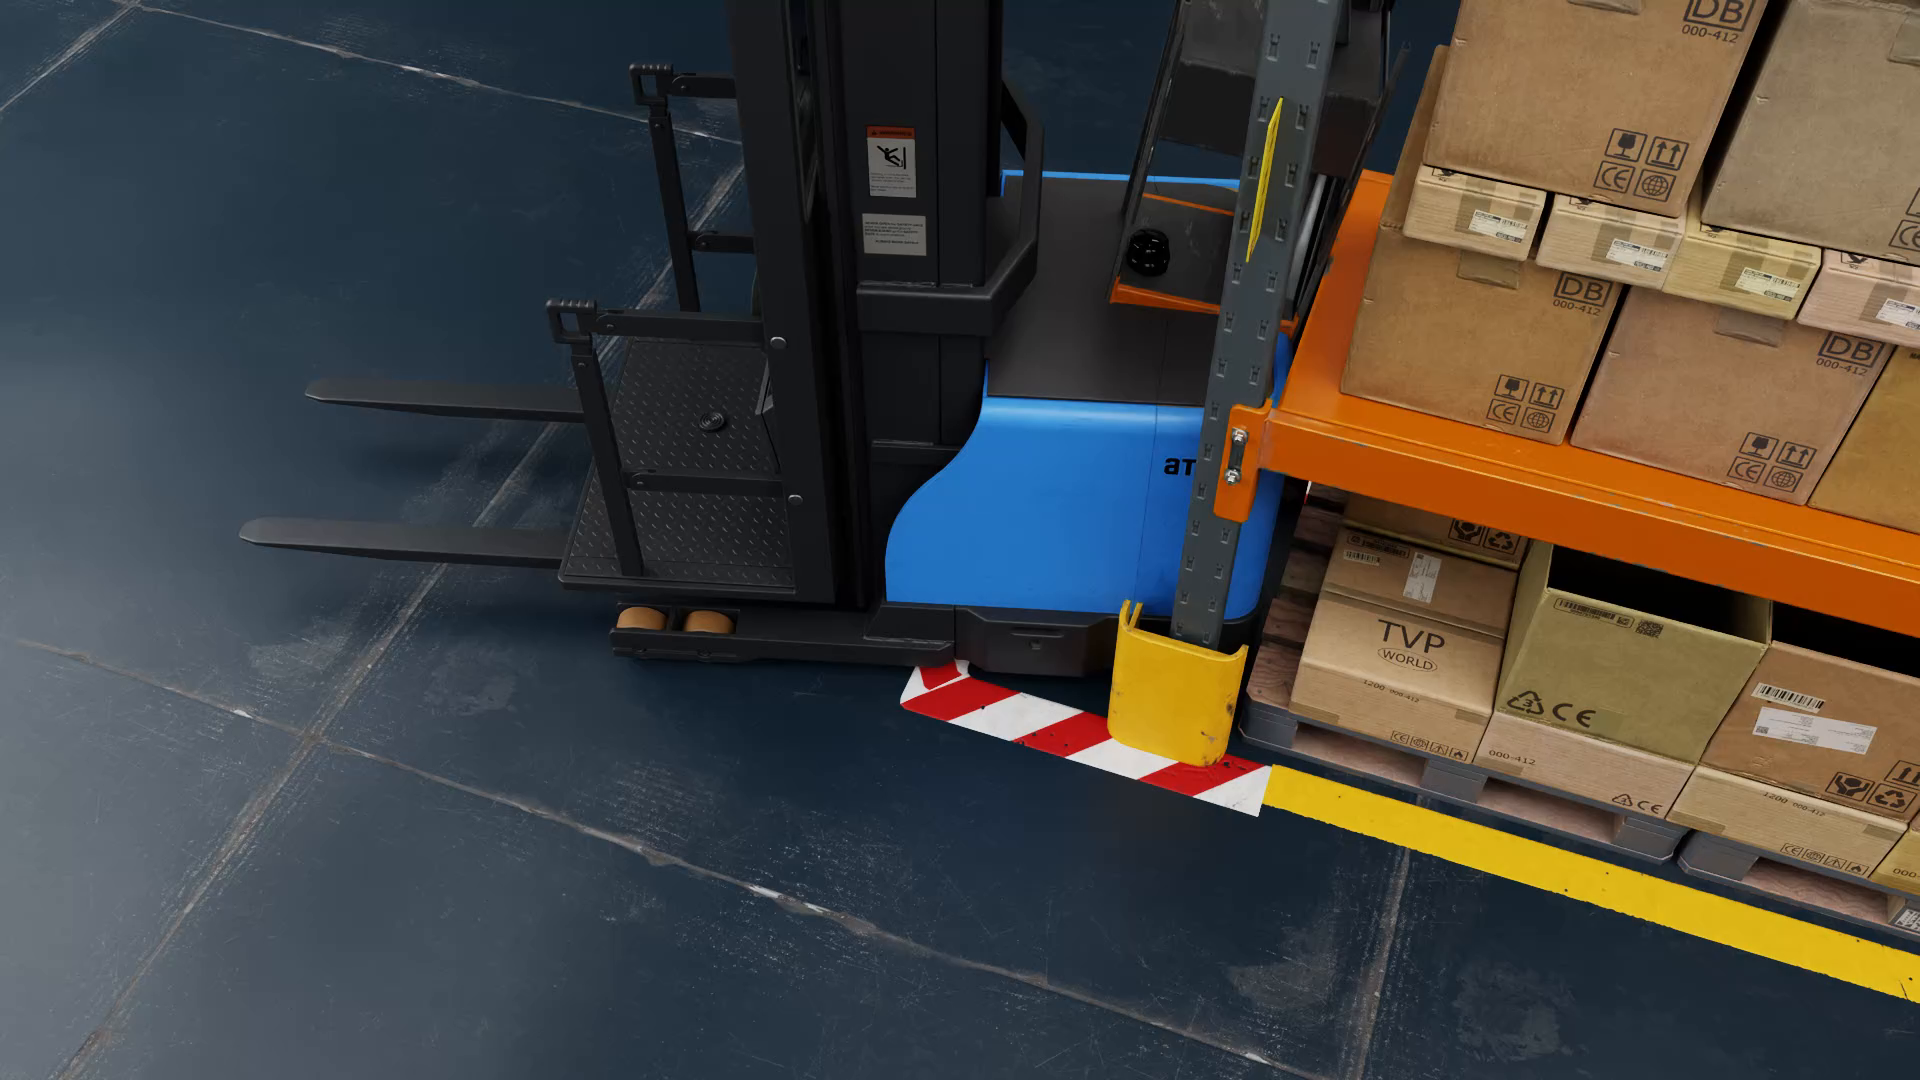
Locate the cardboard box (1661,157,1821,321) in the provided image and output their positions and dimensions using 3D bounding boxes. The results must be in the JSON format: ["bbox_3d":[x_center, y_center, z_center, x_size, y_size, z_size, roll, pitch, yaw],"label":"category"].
[{"bbox_3d":[1.566,-0.636,3.321,0.250,0.149,0.380,16,51,13],"label":"cardboard box"}]

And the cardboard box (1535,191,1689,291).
[{"bbox_3d":[1.333,-0.703,3.379,0.250,0.149,0.380,14,51,12],"label":"cardboard box"}]

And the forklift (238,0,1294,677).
[{"bbox_3d":[-0.623,-0.993,4.171,3.031,2.935,1.130,3,49,3],"label":"forklift"}]

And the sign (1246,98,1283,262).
[{"bbox_3d":[0.593,-0.698,3.245,0.005,0.325,0.100,16,51,13],"label":"sign"}]

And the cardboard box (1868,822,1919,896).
[{"bbox_3d":[2.623,0.675,4.222,0.500,0.250,0.500,16,51,13],"label":"cardboard box"}]

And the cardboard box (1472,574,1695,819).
[{"bbox_3d":[1.687,0.409,4.452,0.500,0.250,0.500,16,51,13],"label":"cardboard box"}]

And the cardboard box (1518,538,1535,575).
[{"bbox_3d":[1.870,0.036,4.775,0.500,0.250,0.500,16,51,13],"label":"cardboard box"}]

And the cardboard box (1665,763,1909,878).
[{"bbox_3d":[2.156,0.541,4.338,0.500,0.250,0.500,16,51,13],"label":"cardboard box"}]

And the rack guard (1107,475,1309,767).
[{"bbox_3d":[0.768,0.032,4.891,0.348,0.500,1.175,16,51,13],"label":"rack guard"}]

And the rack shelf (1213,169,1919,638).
[{"bbox_3d":[2.667,-0.021,3.759,4.000,0.370,1.077,16,51,13],"label":"rack shelf"}]

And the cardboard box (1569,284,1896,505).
[{"bbox_3d":[1.719,-0.548,3.673,0.500,0.500,0.700,17,51,14],"label":"cardboard box"}]

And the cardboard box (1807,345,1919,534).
[{"bbox_3d":[2.182,-0.413,3.557,0.500,0.500,0.700,16,51,13],"label":"cardboard box"}]

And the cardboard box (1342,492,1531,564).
[{"bbox_3d":[1.397,-0.333,4.599,0.500,0.500,0.500,16,51,13],"label":"cardboard box"}]

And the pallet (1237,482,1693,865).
[{"bbox_3d":[1.523,0.304,4.847,1.213,0.211,1.003,16,51,13],"label":"pallet"}]

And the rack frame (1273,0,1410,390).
[{"bbox_3d":[0.877,-0.570,4.566,0.015,2.100,0.400,12,51,1],"label":"rack frame"}]

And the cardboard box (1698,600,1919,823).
[{"bbox_3d":[2.160,0.287,4.062,0.500,0.500,0.500,16,51,13],"label":"cardboard box"}]

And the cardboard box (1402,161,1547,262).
[{"bbox_3d":[1.084,-0.770,3.437,0.250,0.149,0.380,15,51,13],"label":"cardboard box"}]

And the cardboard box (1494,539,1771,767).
[{"bbox_3d":[1.687,0.165,4.168,0.500,0.500,0.500,16,51,13],"label":"cardboard box"}]

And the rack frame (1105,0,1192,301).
[{"bbox_3d":[0.400,-0.675,4.572,0.015,2.100,0.400,12,51,1],"label":"rack frame"}]

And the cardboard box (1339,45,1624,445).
[{"bbox_3d":[1.224,-0.682,3.790,0.500,0.500,0.700,16,51,13],"label":"cardboard box"}]

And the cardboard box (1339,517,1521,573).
[{"bbox_3d":[1.396,-0.086,4.881,0.500,0.250,0.500,16,51,13],"label":"cardboard box"}]

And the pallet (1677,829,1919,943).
[{"bbox_3d":[2.663,0.624,4.569,1.213,0.211,1.003,16,51,13],"label":"pallet"}]

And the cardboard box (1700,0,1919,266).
[{"bbox_3d":[1.769,-0.959,3.171,0.500,0.500,0.700,14,51,12],"label":"cardboard box"}]

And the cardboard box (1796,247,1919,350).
[{"bbox_3d":[1.802,-0.569,3.263,0.250,0.149,0.380,15,51,13],"label":"cardboard box"}]

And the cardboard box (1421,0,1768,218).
[{"bbox_3d":[1.274,-1.093,3.287,0.500,0.500,0.700,16,51,13],"label":"cardboard box"}]

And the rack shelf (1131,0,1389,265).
[{"bbox_3d":[0.725,-1.046,4.036,0.480,0.518,0.431,12,51,1],"label":"rack shelf"}]

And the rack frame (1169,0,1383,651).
[{"bbox_3d":[0.791,-0.780,3.941,0.127,3.000,1.000,16,51,13],"label":"rack frame"}]

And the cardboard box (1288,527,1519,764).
[{"bbox_3d":[1.217,0.281,4.563,0.500,0.250,0.500,16,51,13],"label":"cardboard box"}]

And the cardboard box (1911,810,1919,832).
[{"bbox_3d":[2.623,0.430,3.938,0.500,0.500,0.500,16,51,13],"label":"cardboard box"}]

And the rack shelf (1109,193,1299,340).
[{"bbox_3d":[0.637,-0.614,4.580,0.480,0.518,0.431,12,51,1],"label":"rack shelf"}]

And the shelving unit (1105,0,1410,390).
[{"bbox_3d":[0.638,-0.622,4.569,0.503,2.100,0.431,12,51,1],"label":"shelving unit"}]
